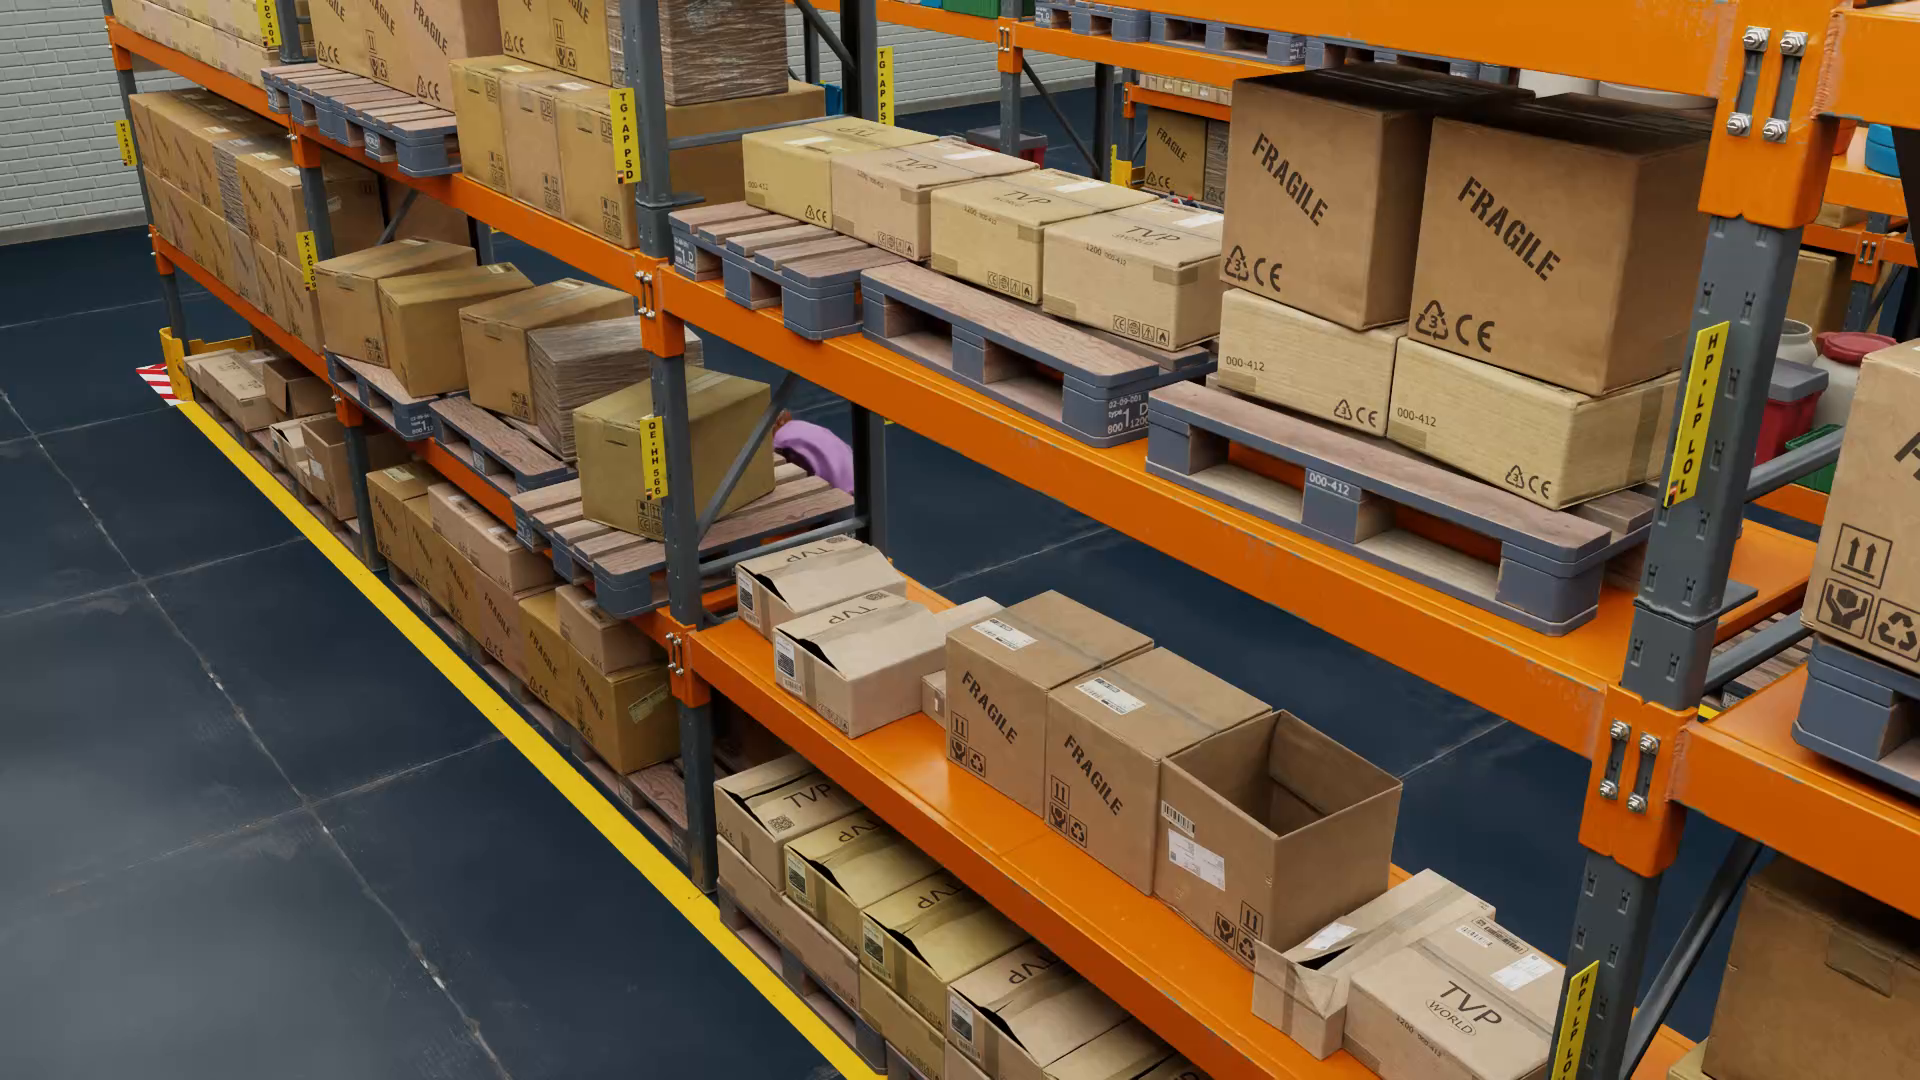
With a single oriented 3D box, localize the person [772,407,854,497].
[{"bbox_3d":[-0.869,-0.186,9.732,0.410,0.992,0.855,-20,32,-36],"label":"person"}]
